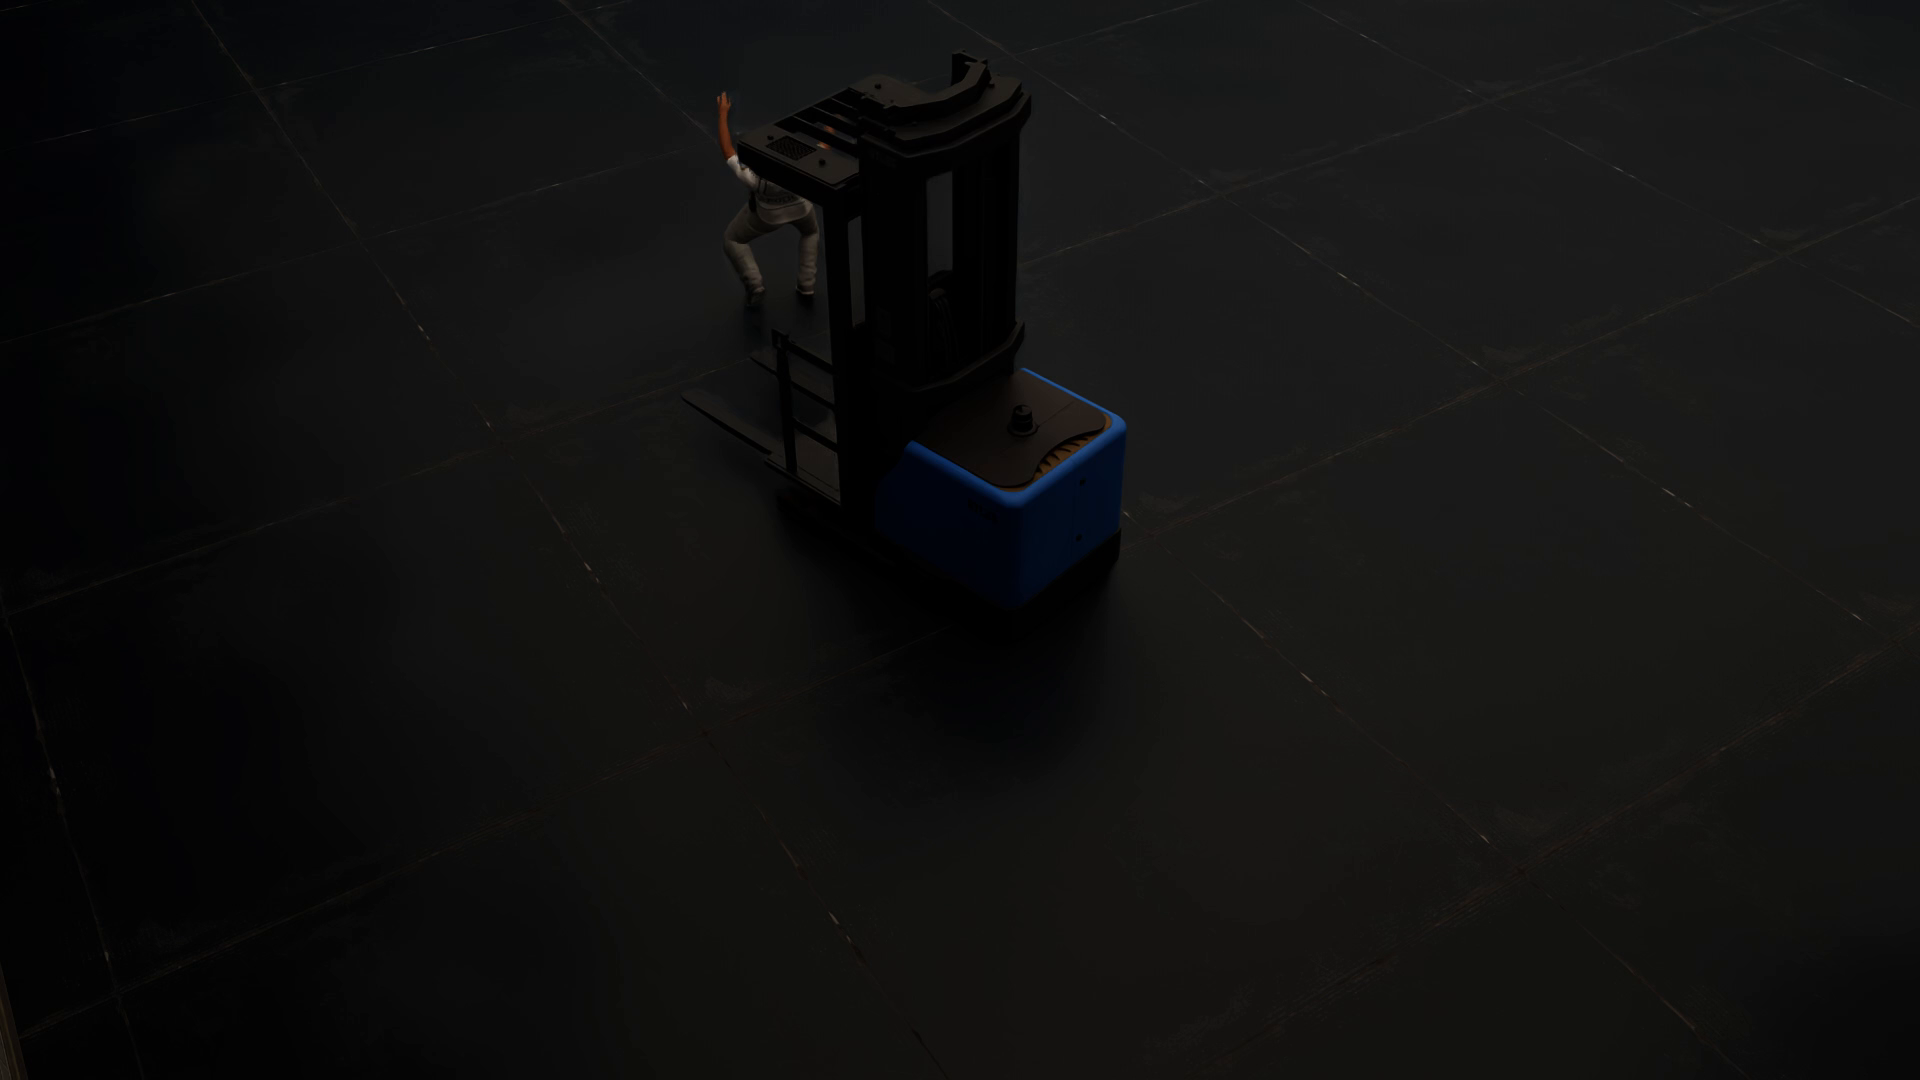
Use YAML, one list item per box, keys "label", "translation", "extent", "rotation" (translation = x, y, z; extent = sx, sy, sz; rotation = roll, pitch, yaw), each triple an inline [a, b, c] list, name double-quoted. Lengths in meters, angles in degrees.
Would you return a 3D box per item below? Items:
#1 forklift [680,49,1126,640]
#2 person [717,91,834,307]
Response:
- label: "forklift"
  translation: [-0.487, -1.380, 9.450]
  extent: [3.031, 2.935, 1.130]
  rotation: [31, 50, 30]
- label: "person"
  translation: [-1.171, -2.372, 11.623]
  extent: [0.950, 1.552, 0.657]
  rotation: [-16, 44, -17]
